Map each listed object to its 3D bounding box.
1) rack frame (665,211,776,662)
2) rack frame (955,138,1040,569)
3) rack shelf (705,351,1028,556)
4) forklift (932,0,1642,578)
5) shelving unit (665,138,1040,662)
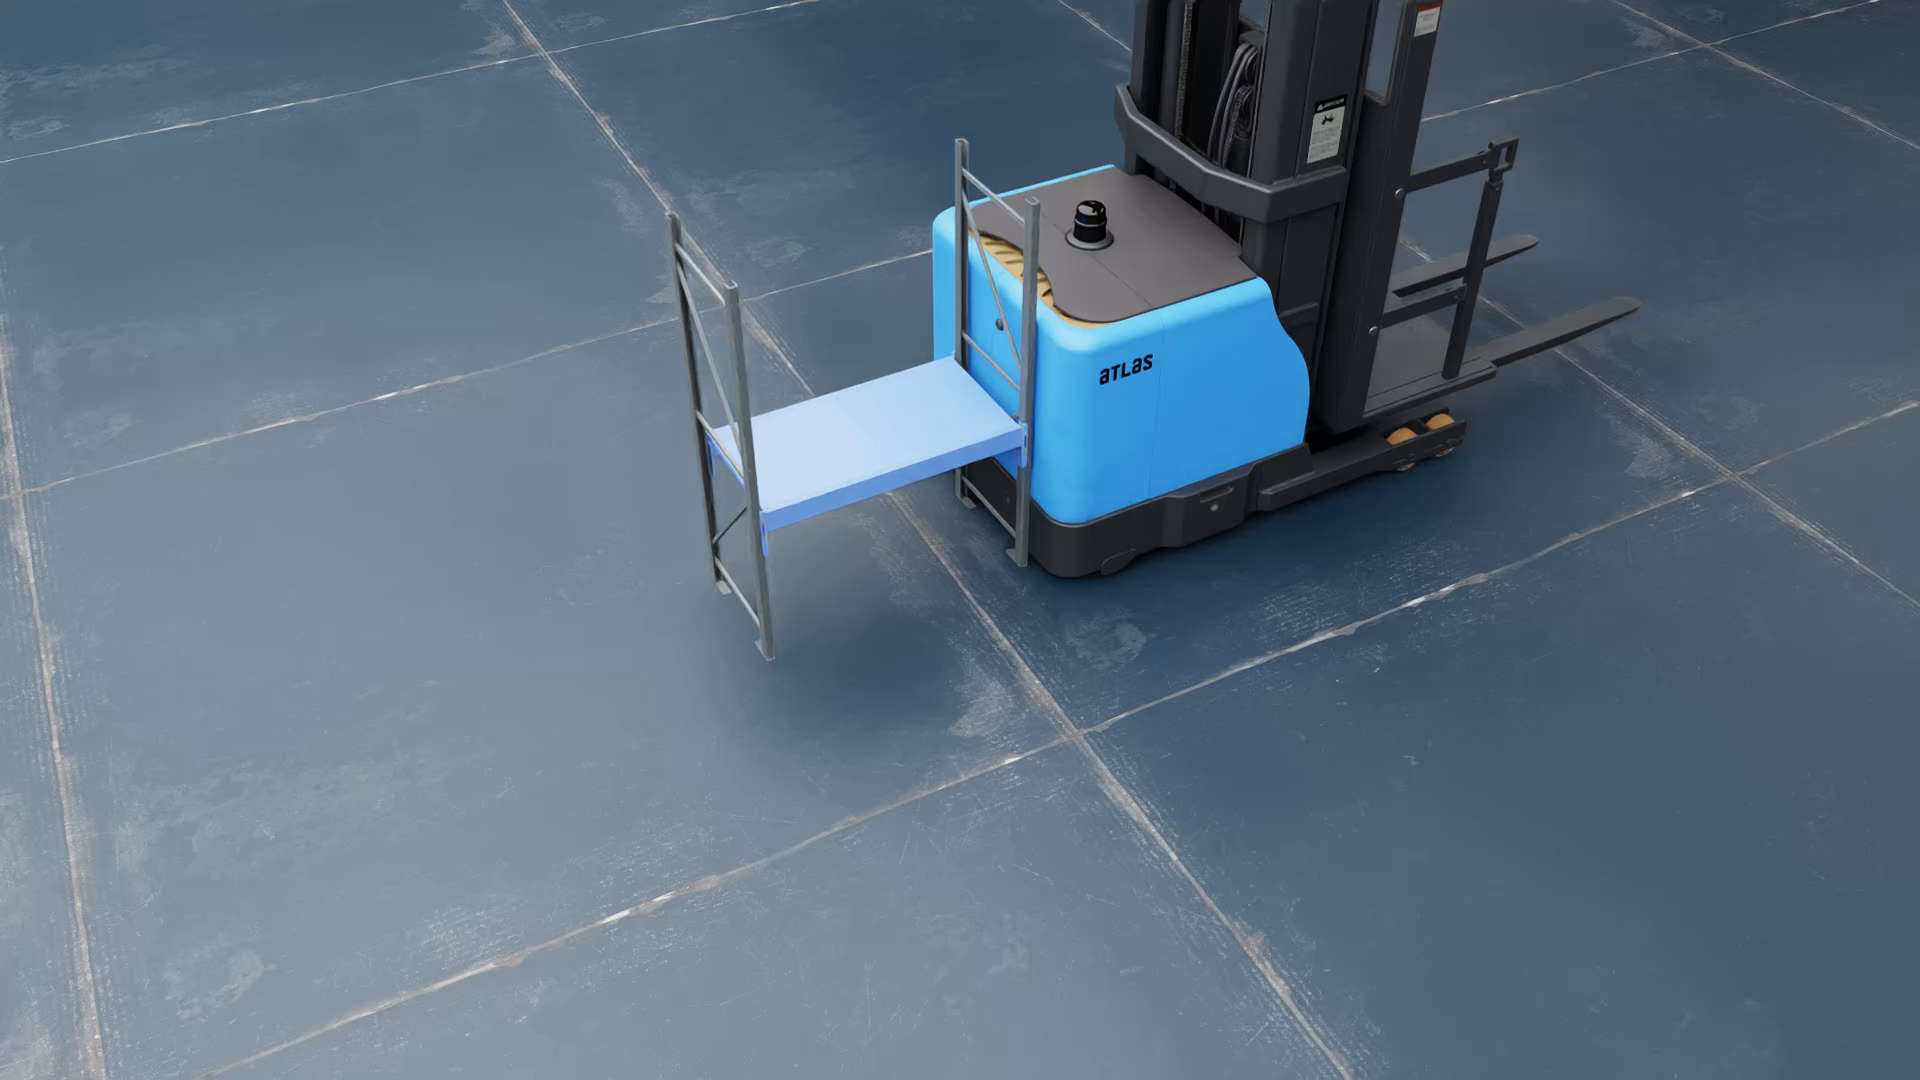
[{"bbox_3d":[-0.774,-0.295,5.438,0.032,1.500,0.500,-20,44,-22],"label":"rack frame"},{"bbox_3d":[0.116,-0.613,5.813,0.032,1.500,0.500,-20,44,-22],"label":"rack frame"},{"bbox_3d":[-0.329,-0.317,5.742,1.000,0.185,0.538,-20,44,-22],"label":"rack shelf"},{"bbox_3d":[1.427,-1.672,5.957,3.031,2.935,1.130,-20,44,-22],"label":"forklift"},{"bbox_3d":[-0.329,-0.454,5.625,1.048,1.500,0.538,-20,44,-22],"label":"shelving unit"}]
